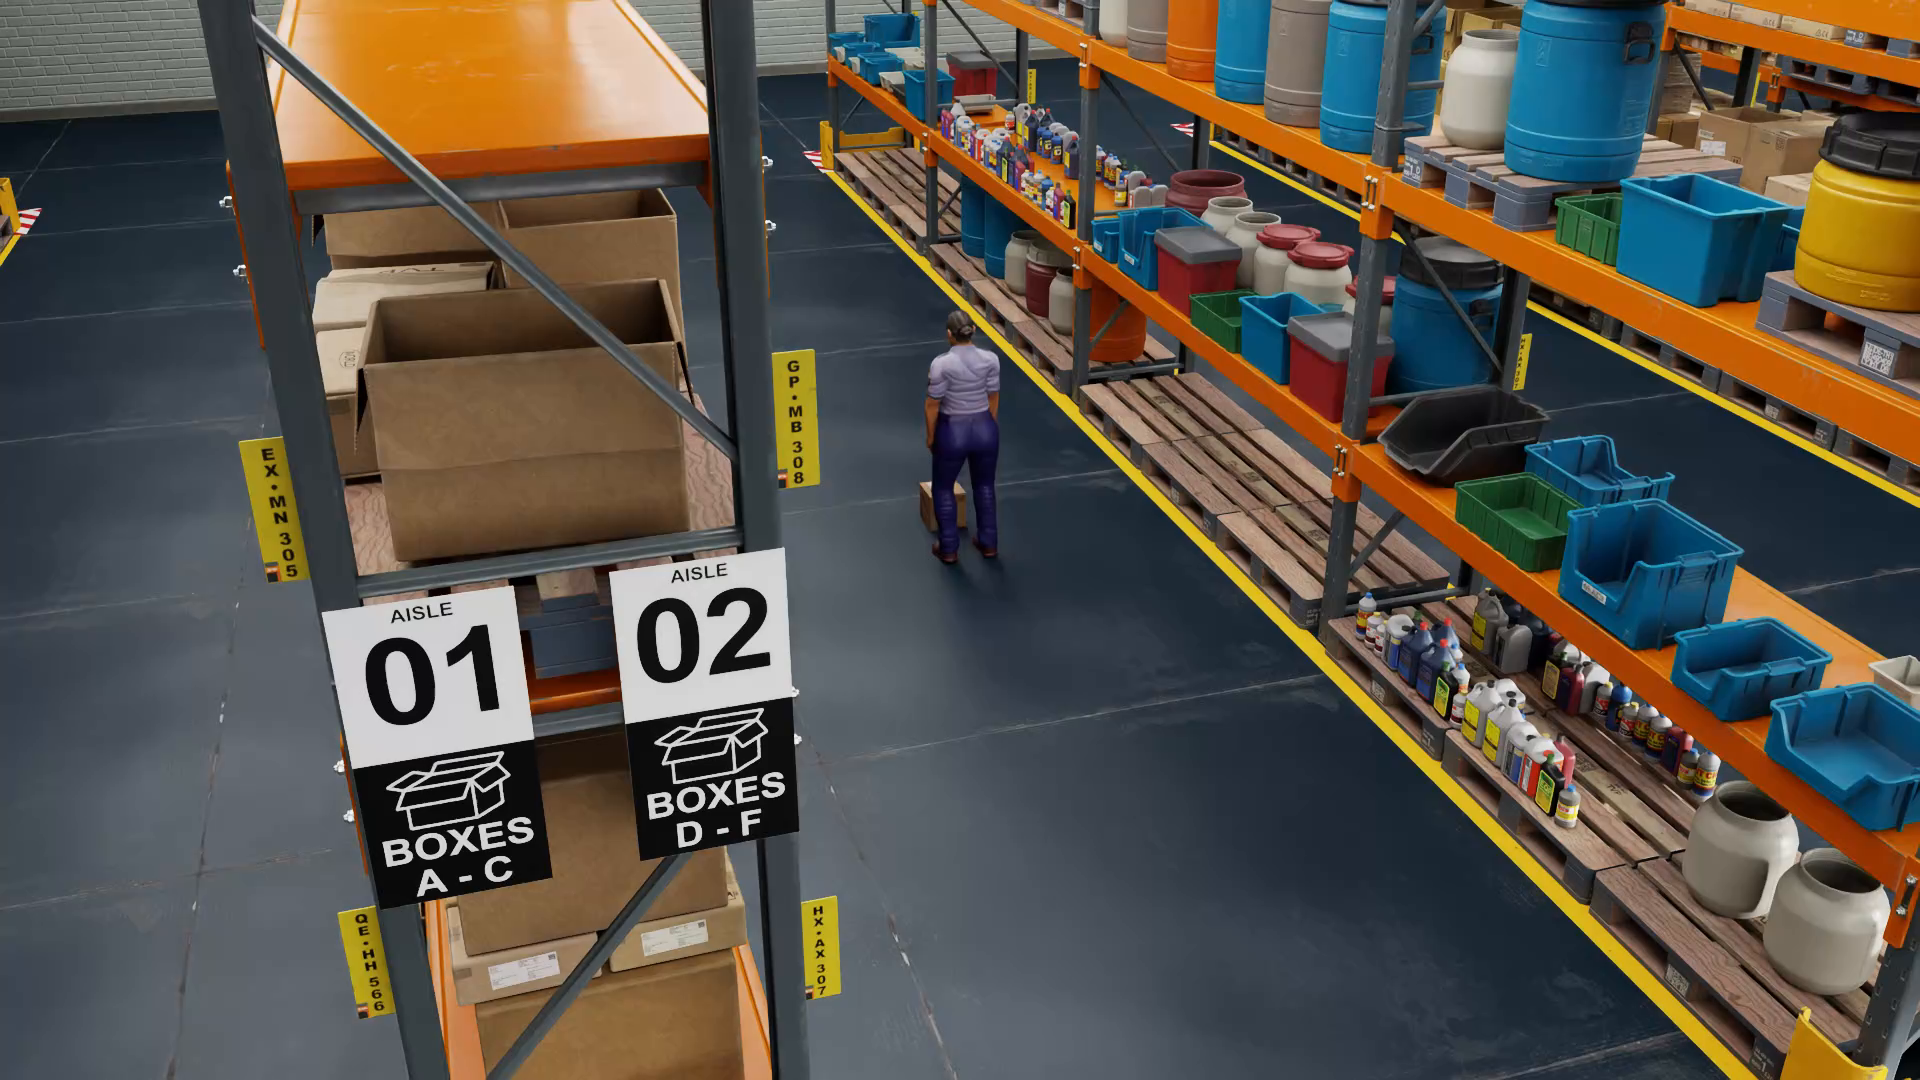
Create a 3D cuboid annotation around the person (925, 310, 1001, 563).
[{"bbox_3d":[0.013,-0.639,10.436,0.478,1.637,0.337,-8,28,-15],"label":"person"}]
